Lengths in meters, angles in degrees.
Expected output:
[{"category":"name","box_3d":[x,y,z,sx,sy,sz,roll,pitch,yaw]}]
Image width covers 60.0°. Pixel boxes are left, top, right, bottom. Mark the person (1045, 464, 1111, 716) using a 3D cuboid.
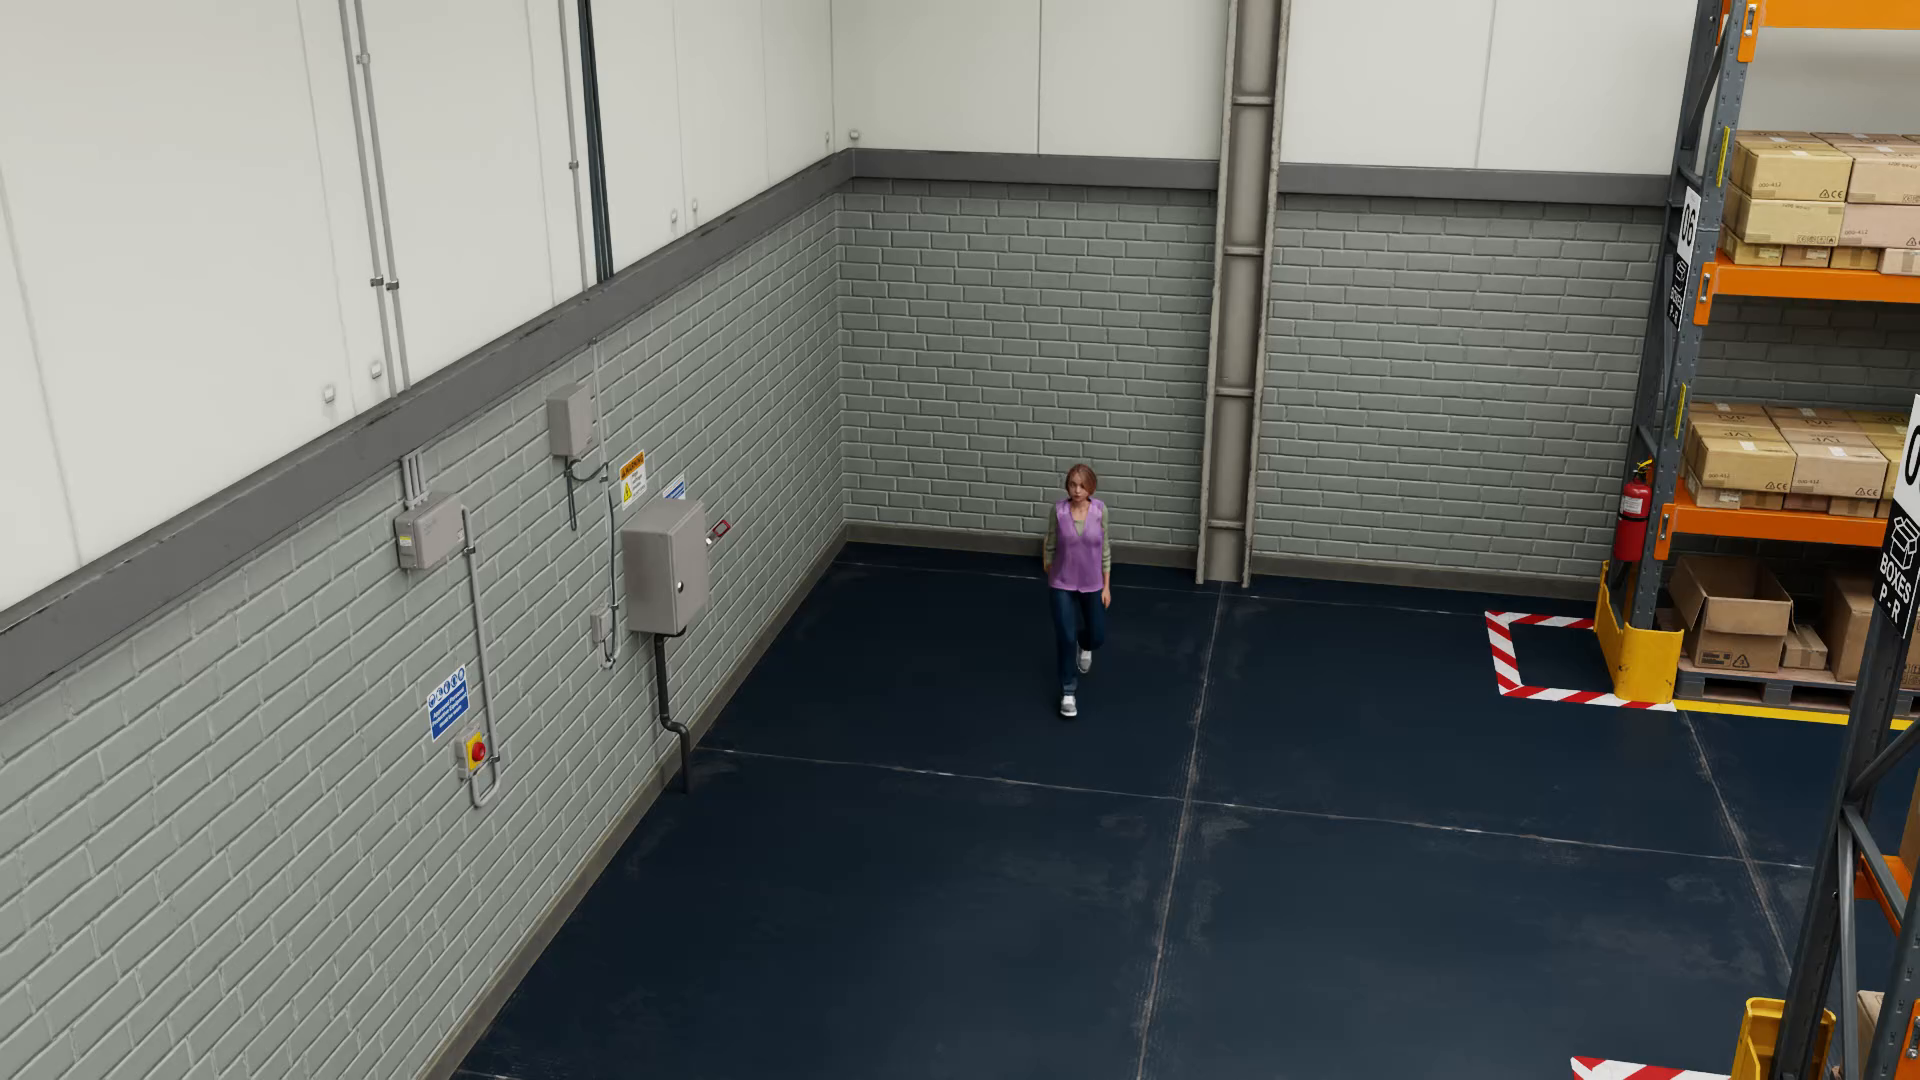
[{"category":"person","box_3d":[0.731,0.271,10.388,0.409,1.571,0.657,-1,22,-2]}]
